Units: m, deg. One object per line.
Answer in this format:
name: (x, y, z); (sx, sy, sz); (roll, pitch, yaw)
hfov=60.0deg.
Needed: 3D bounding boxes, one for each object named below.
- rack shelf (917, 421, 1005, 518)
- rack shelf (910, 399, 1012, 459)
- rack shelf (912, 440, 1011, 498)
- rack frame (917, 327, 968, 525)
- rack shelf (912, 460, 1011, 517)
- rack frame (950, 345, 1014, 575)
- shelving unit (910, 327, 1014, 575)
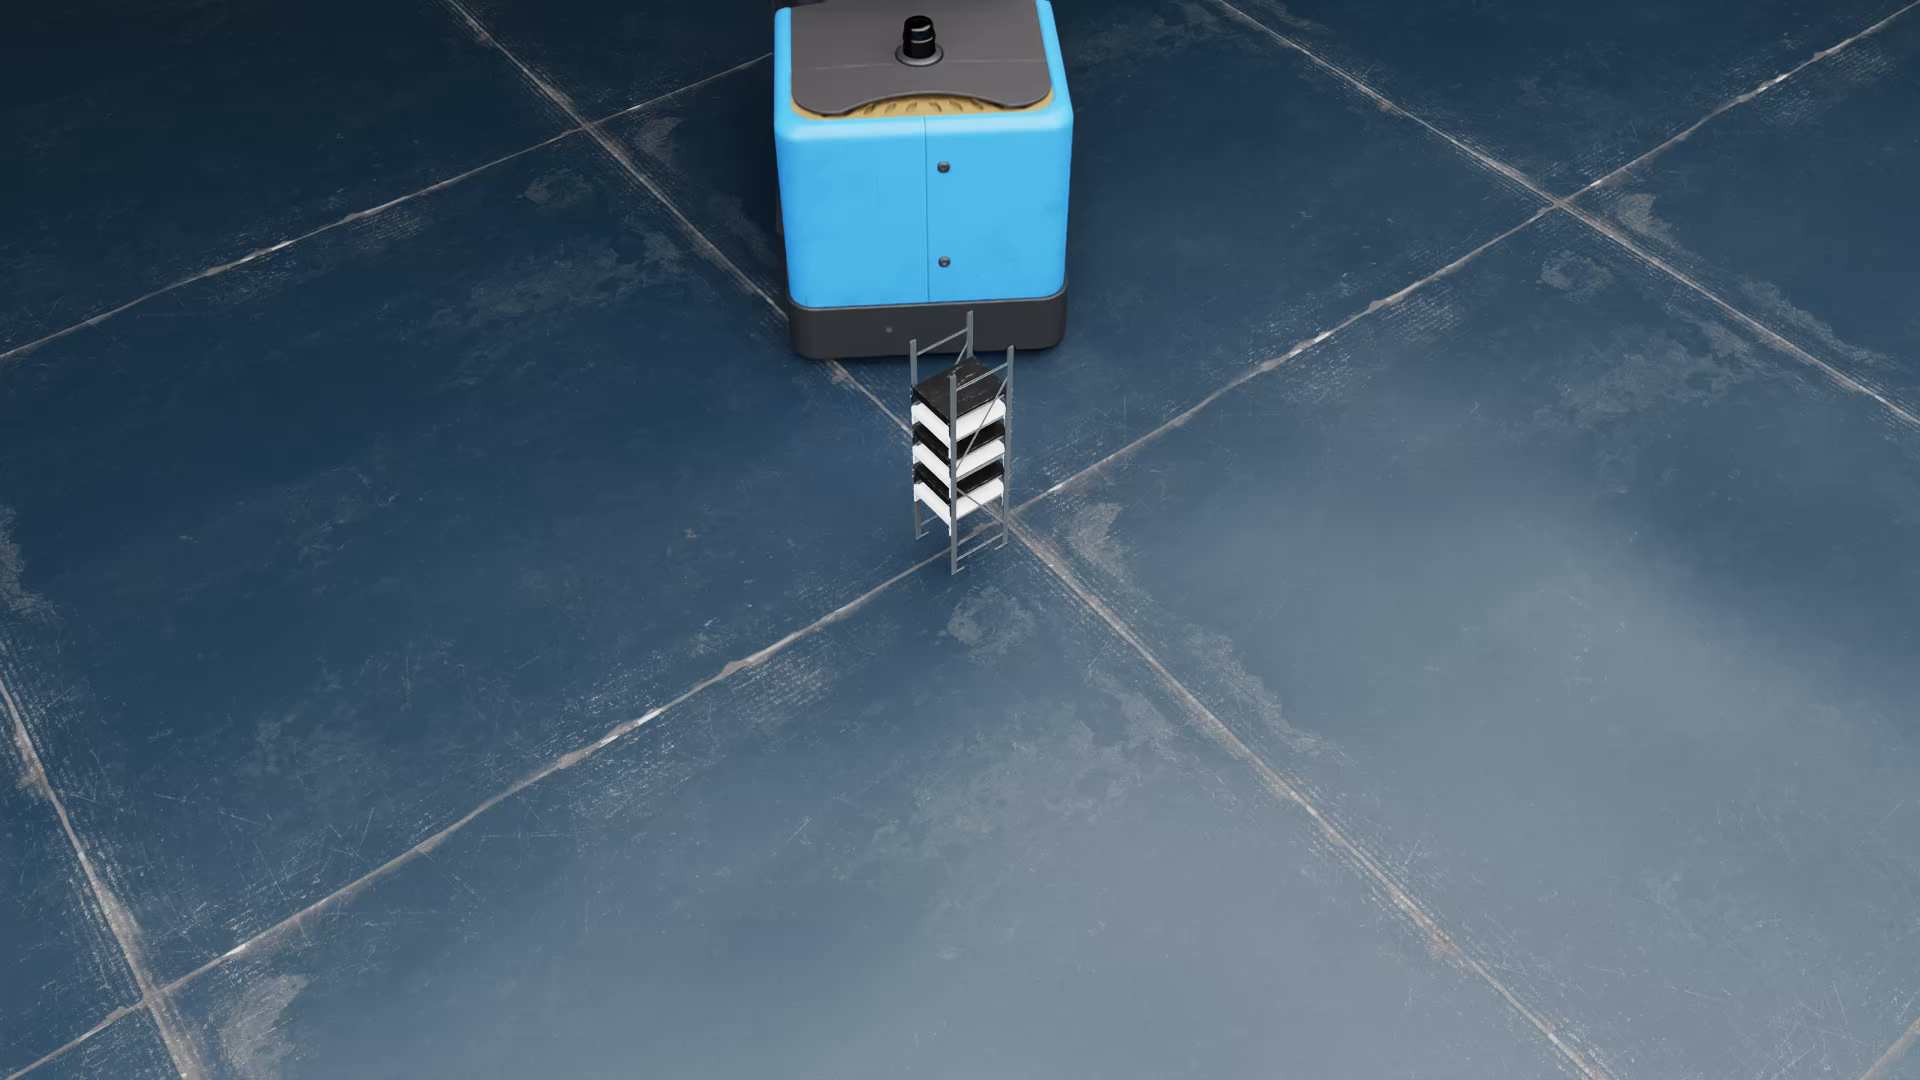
rack shelf: (0.005, -0.264, 5.450); (0.221, 0.281, 0.190); (-29, 54, -24)
rack shelf: (0.005, -0.396, 5.304); (0.258, 0.077, 0.200); (-29, 54, -24)
rack shelf: (0.005, -0.275, 5.437); (0.258, 0.077, 0.200); (-29, 54, -24)
rack frame: (-0.057, -0.357, 5.466); (0.228, 0.785, 0.003); (-29, 54, -24)
rack shelf: (0.005, -0.215, 5.504); (0.258, 0.077, 0.200); (-29, 54, -24)
rack frame: (0.066, -0.237, 5.358); (0.240, 0.900, 0.006); (-29, 54, -24)
shelving unit: (0.005, -0.297, 5.412); (0.258, 0.900, 0.208); (-29, 54, -24)
